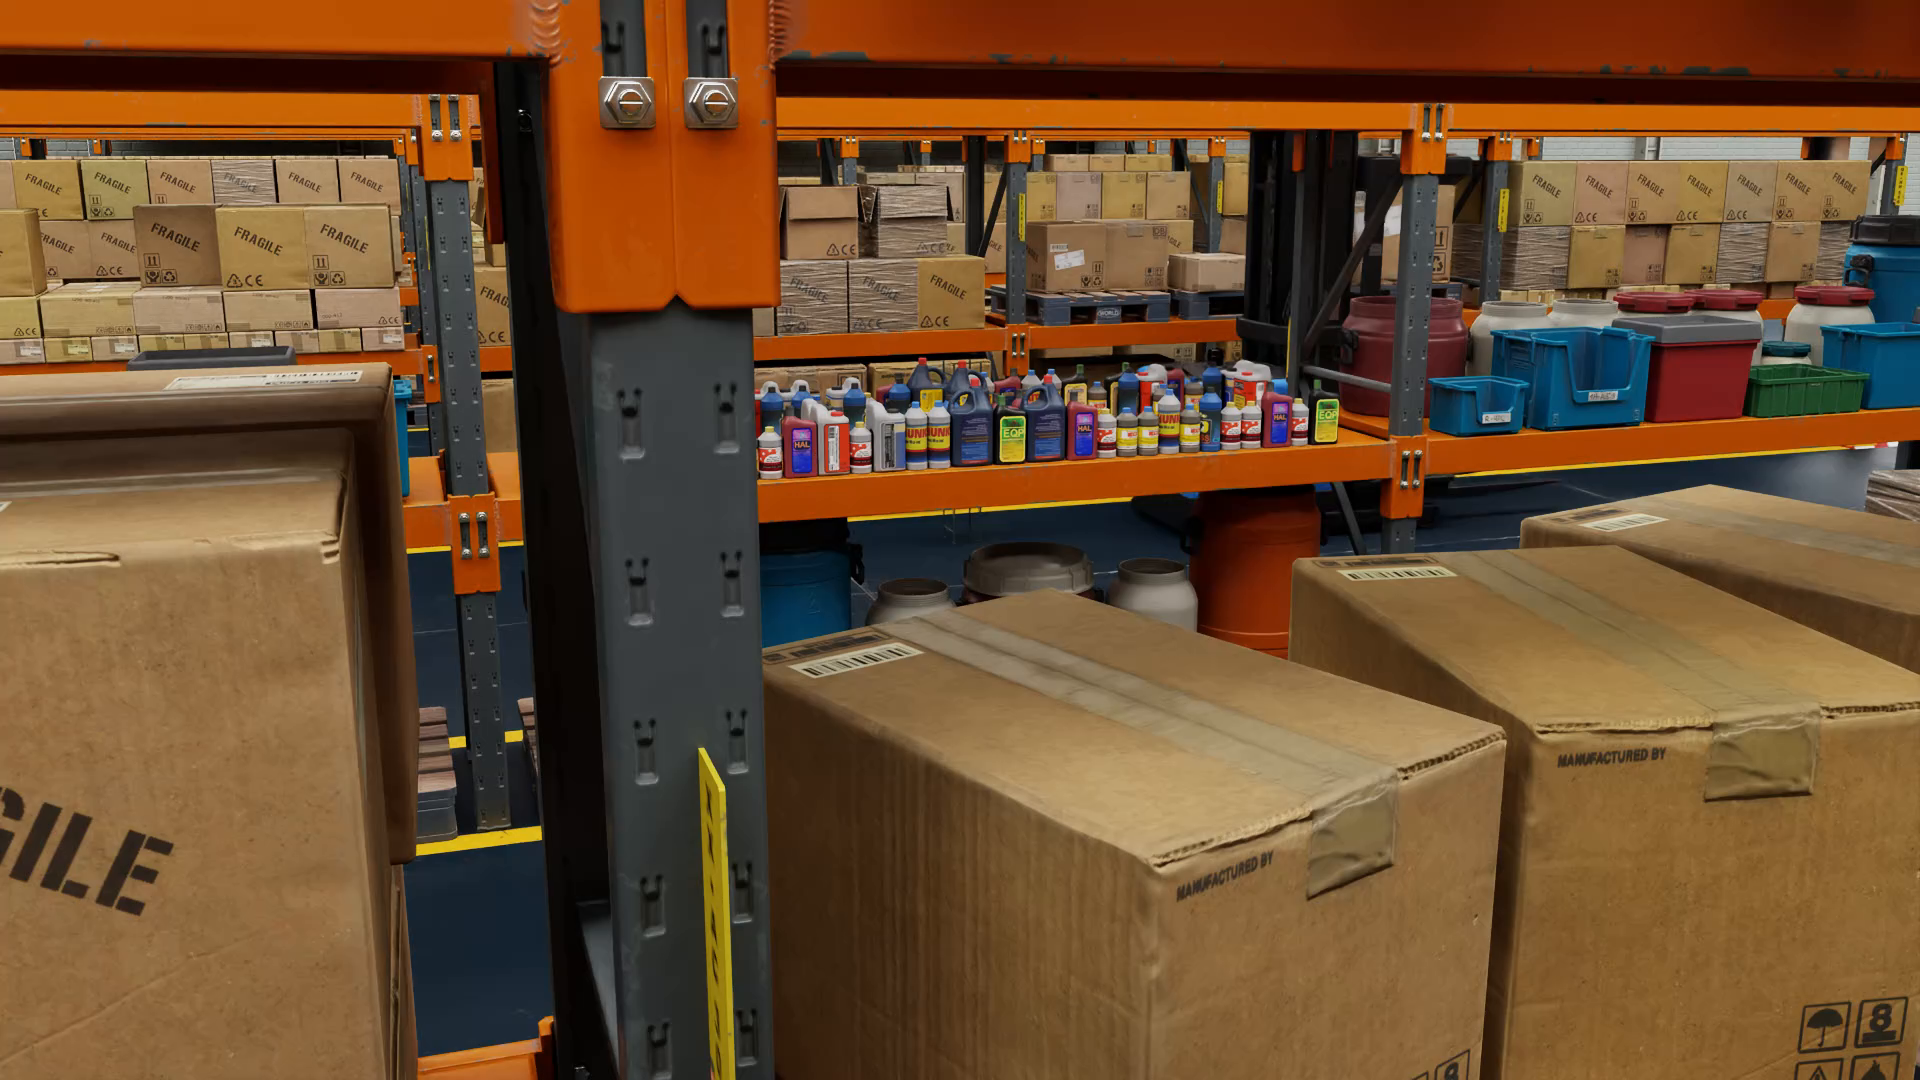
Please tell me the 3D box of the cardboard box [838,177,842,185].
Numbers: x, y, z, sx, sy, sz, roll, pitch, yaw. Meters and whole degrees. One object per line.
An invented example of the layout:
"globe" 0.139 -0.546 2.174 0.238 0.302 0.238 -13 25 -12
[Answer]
"cardboard box" -1.412 -4.461 21.649 0.500 0.500 0.500 -4 14 -17

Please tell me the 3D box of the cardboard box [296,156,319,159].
"cardboard box" -7.645 -4.429 19.500 0.250 0.149 0.380 -5 14 -19

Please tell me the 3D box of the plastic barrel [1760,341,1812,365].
"plastic barrel" 4.323 -0.904 8.761 0.301 0.262 0.301 0 13 0

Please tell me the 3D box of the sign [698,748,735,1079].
"sign" -0.199 0.339 1.366 0.005 0.325 0.100 -4 14 -18

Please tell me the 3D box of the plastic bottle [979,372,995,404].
"plastic bottle" 0.109 -0.629 7.583 0.097 0.271 0.097 0 13 0

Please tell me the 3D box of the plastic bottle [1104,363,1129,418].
"plastic bottle" 0.742 -0.689 7.808 0.133 0.283 0.061 -4 14 -18

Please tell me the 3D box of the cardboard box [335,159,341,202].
"cardboard box" -6.013 -3.285 15.452 0.500 0.500 0.500 -5 14 -20

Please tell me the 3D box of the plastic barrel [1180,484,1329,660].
"plastic barrel" 1.377 0.151 7.808 0.708 0.830 0.600 -4 14 -18

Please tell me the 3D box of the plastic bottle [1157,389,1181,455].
"plastic bottle" 0.885 -0.504 7.058 0.097 0.271 0.097 0 13 0

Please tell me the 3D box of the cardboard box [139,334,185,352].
"cardboard box" -4.938 -1.220 10.332 0.250 0.149 0.380 -5 14 -19

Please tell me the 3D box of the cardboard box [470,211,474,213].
"cardboard box" -4.703 -3.071 15.920 0.250 0.149 0.380 -4 14 -15

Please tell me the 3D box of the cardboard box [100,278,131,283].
"cardboard box" -7.434 -2.261 14.710 0.250 0.149 0.380 -5 14 -19

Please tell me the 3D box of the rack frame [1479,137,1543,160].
"rack frame" 6.352 -3.512 19.427 0.127 3.000 1.000 -4 14 -18

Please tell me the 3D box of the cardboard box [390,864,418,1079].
"cardboard box" -0.950 0.571 2.045 0.500 0.500 0.500 -4 14 -17

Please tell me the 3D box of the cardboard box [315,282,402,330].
"cardboard box" -3.870 -1.513 10.703 0.500 0.250 0.500 -5 14 -19

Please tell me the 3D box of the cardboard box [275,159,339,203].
"cardboard box" -5.869 -3.173 14.982 0.500 0.500 0.500 -5 14 -20

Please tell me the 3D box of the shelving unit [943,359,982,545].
"shelving unit" 0.014 -0.585 11.008 0.189 1.200 0.258 -4 14 -18

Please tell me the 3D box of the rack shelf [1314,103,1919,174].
"rack shelf" 3.731 -1.997 8.130 4.000 0.370 1.077 -4 14 -18

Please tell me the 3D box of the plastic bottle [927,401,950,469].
"plastic bottle" -0.087 -0.428 6.740 0.097 0.271 0.097 0 13 0

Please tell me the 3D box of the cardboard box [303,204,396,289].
"cardboard box" -3.886 -1.875 10.606 0.500 0.500 0.500 -4 14 -16

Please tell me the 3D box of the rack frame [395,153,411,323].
"rack frame" -8.283 -4.793 24.812 0.127 3.000 1.000 -4 14 -18

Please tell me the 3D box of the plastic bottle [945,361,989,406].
"plastic bottle" 0.031 -0.619 7.368 0.185 0.351 0.144 -4 14 -18

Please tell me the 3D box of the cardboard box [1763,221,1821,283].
"cardboard box" 6.872 -2.513 14.365 0.500 0.500 0.875 -4 14 -18

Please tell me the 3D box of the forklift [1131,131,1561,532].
"forklift" 2.794 -1.604 11.554 3.031 2.935 1.130 -4 14 -17

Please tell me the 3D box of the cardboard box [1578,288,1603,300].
"cardboard box" 5.050 -2.010 13.655 0.250 0.149 0.380 -4 14 -18

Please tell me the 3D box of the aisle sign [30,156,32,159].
"aisle sign" -10.654 -4.737 18.958 0.004 0.787 0.394 -4 14 -18

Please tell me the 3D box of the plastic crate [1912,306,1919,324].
"plastic crate" 5.265 -0.964 8.575 0.583 0.464 0.402 -4 14 -18

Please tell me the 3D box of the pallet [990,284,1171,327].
"pallet" 0.897 -1.809 12.682 1.003 0.211 1.213 -4 14 -18

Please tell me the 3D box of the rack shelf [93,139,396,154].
"rack shelf" -10.178 -5.755 23.928 4.000 0.370 1.077 -4 14 -18

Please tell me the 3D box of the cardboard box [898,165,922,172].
"cardboard box" -0.669 -4.949 22.297 0.250 0.149 0.380 -4 14 -15

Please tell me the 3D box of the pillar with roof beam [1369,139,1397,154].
"pillar with roof beam" 9.203 -8.242 26.349 0.400 9.000 9.100 -4 14 -18

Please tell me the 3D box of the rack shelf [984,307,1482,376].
"rack shelf" 2.151 -1.624 13.044 4.000 0.370 1.077 -4 14 -18

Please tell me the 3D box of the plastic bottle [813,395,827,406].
"plastic bottle" -0.632 -0.537 7.348 0.097 0.201 0.097 0 13 0

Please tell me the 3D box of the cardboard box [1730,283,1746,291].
"cardboard box" 6.454 -2.133 14.170 0.250 0.149 0.380 -4 14 -18

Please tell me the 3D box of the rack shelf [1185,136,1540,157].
"rack shelf" 4.456 -4.474 18.543 4.000 0.370 1.077 -4 14 -18

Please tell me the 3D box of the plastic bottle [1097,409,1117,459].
"plastic bottle" 0.608 -0.448 6.975 0.097 0.201 0.097 0 13 0

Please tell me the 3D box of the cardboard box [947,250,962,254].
"cardboard box" -0.292 -1.899 12.429 0.500 0.500 0.500 -4 14 -16

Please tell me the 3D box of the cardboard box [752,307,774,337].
"cardboard box" -1.581 -1.673 11.477 0.500 0.500 0.500 -4 14 -17

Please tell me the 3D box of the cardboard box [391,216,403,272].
"cardboard box" -5.390 -2.722 15.247 0.500 0.500 0.500 -4 14 -18

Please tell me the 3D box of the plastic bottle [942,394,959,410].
"plastic bottle" -0.041 -0.467 6.903 0.097 0.271 0.097 0 13 0

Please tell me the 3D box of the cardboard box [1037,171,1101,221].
"cardboard box" 1.126 -3.639 17.581 0.500 0.500 0.700 -4 14 -18

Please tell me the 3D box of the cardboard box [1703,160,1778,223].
"cardboard box" 6.449 -2.928 13.949 0.500 0.500 0.500 -4 14 -18

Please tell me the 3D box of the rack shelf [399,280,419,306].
"rack shelf" -6.917 -2.129 15.166 4.000 0.370 1.077 -4 14 -18

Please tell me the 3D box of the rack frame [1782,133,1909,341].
"rack frame" 7.838 -2.417 14.822 0.127 3.000 1.000 -4 14 -18

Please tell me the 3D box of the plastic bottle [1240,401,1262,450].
"plastic bottle" 1.254 -0.499 7.187 0.097 0.201 0.097 0 13 0

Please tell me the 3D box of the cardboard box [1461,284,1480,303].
"cardboard box" 4.157 -2.080 13.948 0.250 0.149 0.380 -4 14 -18

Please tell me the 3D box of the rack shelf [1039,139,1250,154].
"rack shelf" 2.782 -5.552 23.076 4.000 0.370 1.077 -4 14 -18

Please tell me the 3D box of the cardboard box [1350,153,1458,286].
"cardboard box" 3.249 -2.590 13.346 1.000 1.000 1.000 -4 14 -18

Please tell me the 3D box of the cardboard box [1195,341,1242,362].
"cardboard box" 3.179 -2.419 18.514 0.875 0.875 0.875 -4 14 -17

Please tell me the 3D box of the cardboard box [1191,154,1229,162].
"cardboard box" 3.330 -5.089 23.035 0.500 0.500 0.700 -5 14 -19

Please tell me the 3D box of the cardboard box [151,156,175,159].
"cardboard box" -9.078 -4.309 18.998 0.250 0.149 0.380 -4 14 -18

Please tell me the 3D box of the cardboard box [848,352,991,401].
"cardboard box" -0.405 -0.951 12.343 0.875 0.875 1.225 -5 14 -21

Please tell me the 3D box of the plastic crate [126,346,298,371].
"plastic crate" -2.882 -0.495 6.472 0.583 0.464 0.402 -4 14 -18

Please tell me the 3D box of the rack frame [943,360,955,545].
"rack frame" -0.073 -0.578 10.980 0.006 1.200 0.240 -4 14 -18
